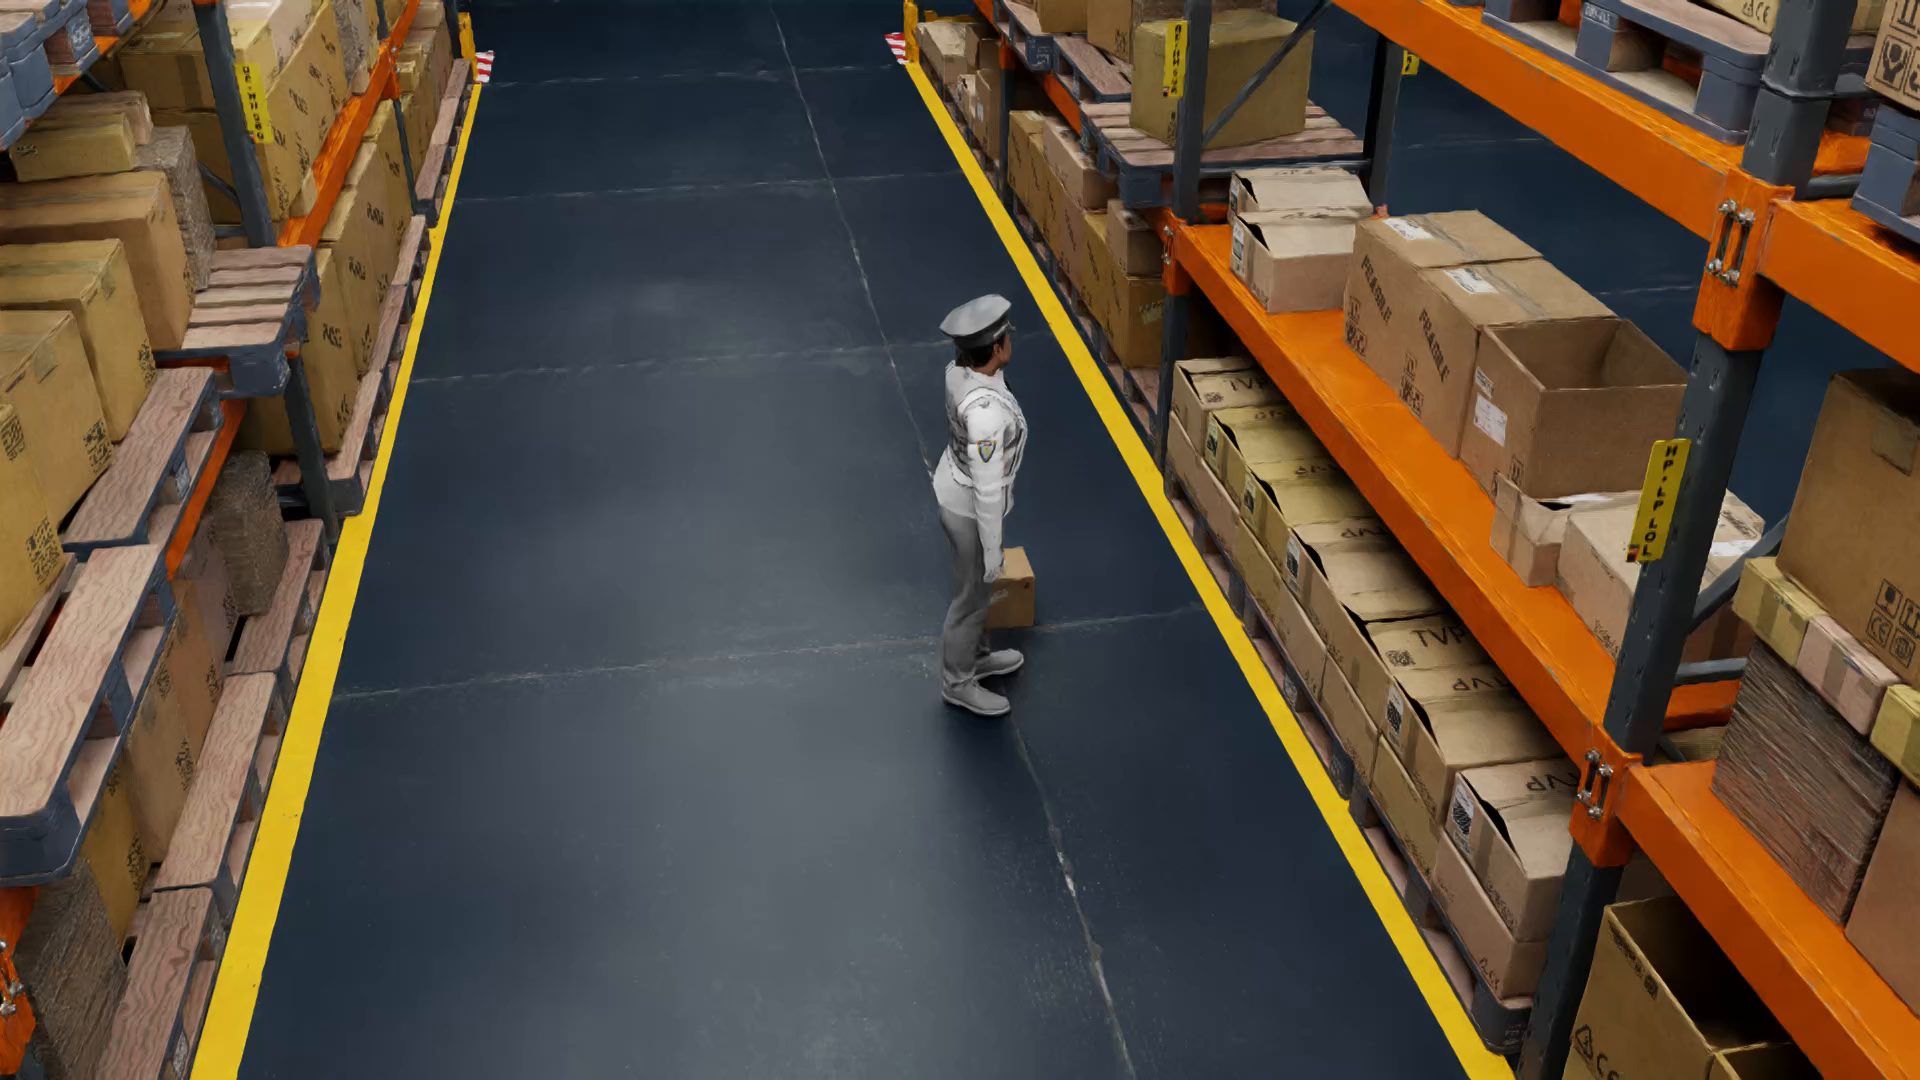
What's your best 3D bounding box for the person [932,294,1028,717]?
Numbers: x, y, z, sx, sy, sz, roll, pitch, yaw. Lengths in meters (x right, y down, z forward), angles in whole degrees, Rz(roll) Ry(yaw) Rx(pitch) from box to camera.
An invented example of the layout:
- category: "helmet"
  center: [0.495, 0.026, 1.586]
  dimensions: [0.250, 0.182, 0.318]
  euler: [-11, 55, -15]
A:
- category: "person"
  center: [0.095, -0.113, 6.266]
  dimensions: [0.377, 1.685, 0.559]
  euler: [-4, 31, -7]
